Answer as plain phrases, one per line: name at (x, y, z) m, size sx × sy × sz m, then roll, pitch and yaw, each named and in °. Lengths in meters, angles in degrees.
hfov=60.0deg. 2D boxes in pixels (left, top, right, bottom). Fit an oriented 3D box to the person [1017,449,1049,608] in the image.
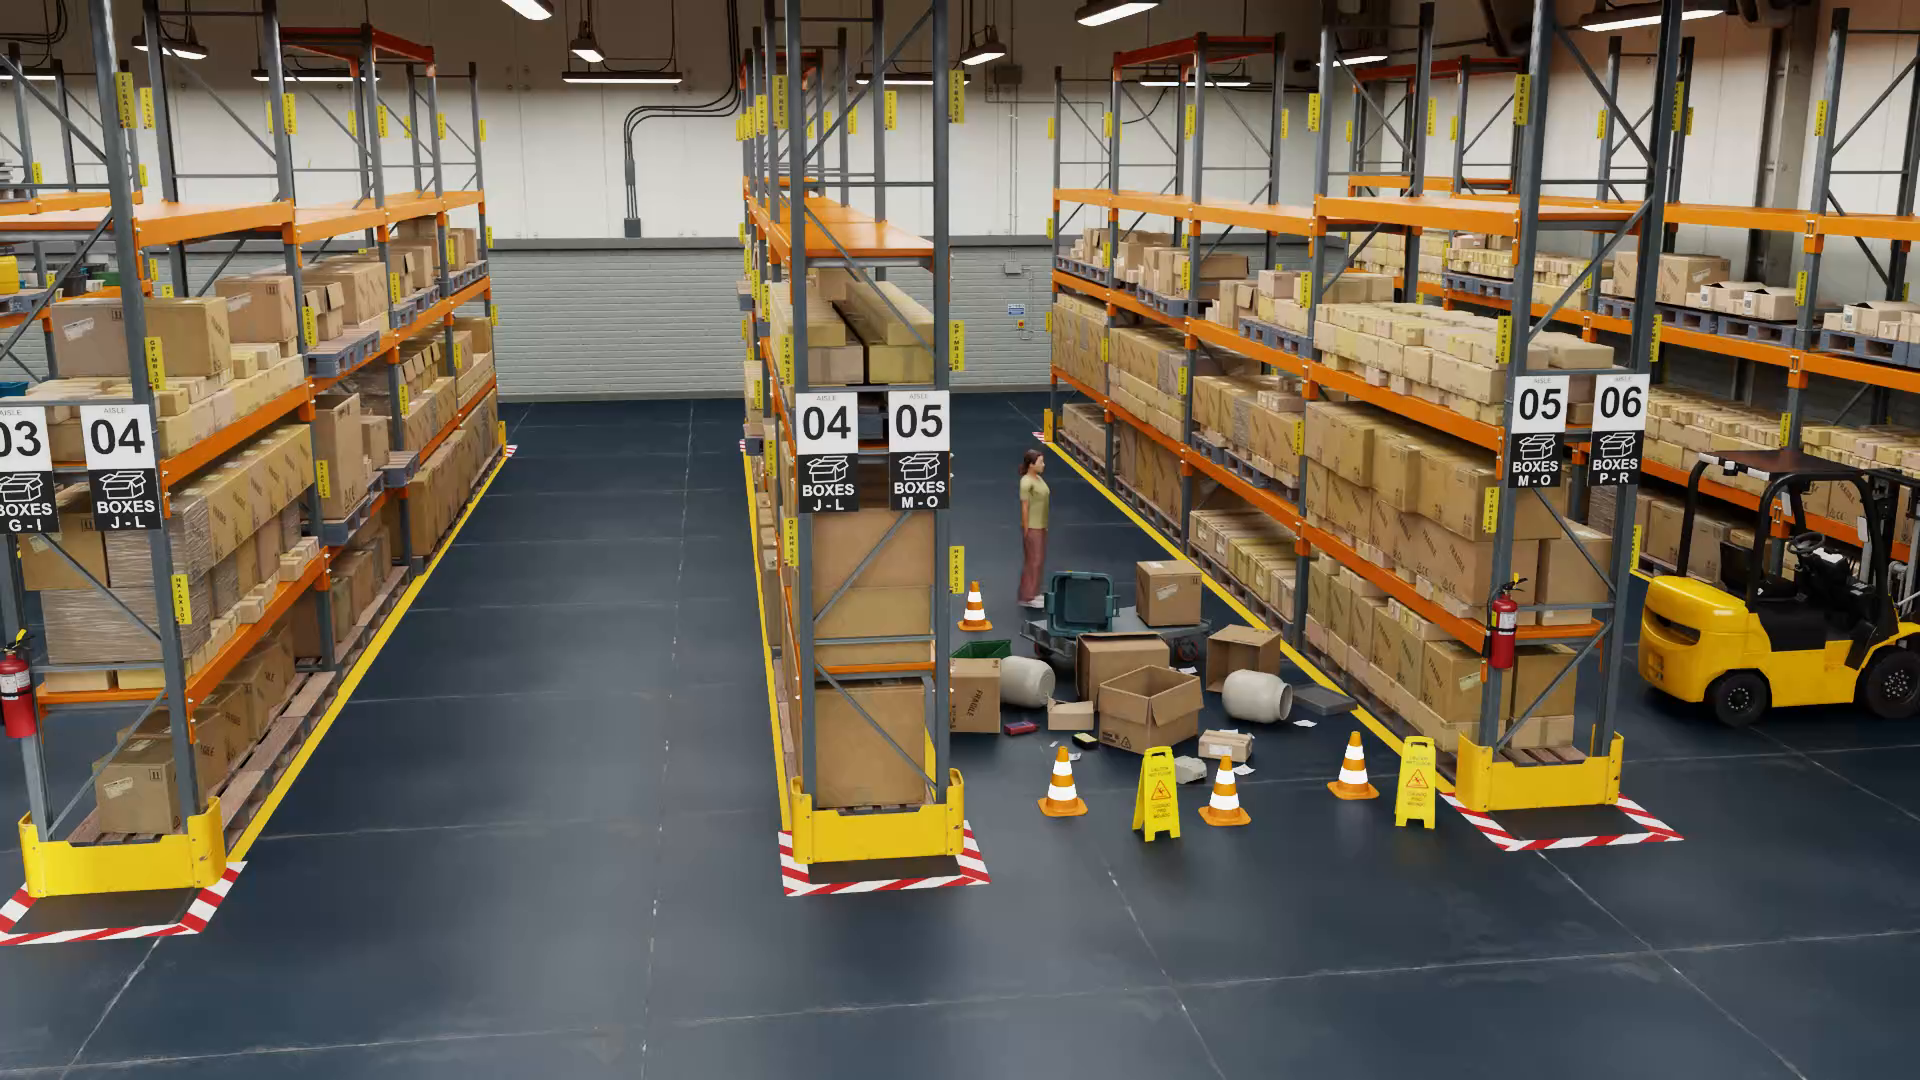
person at (0.778, -0.131, 17.567) m, size 0.370 × 1.668 × 0.440 m, roll 5°, pitch 14°, yaw 22°
